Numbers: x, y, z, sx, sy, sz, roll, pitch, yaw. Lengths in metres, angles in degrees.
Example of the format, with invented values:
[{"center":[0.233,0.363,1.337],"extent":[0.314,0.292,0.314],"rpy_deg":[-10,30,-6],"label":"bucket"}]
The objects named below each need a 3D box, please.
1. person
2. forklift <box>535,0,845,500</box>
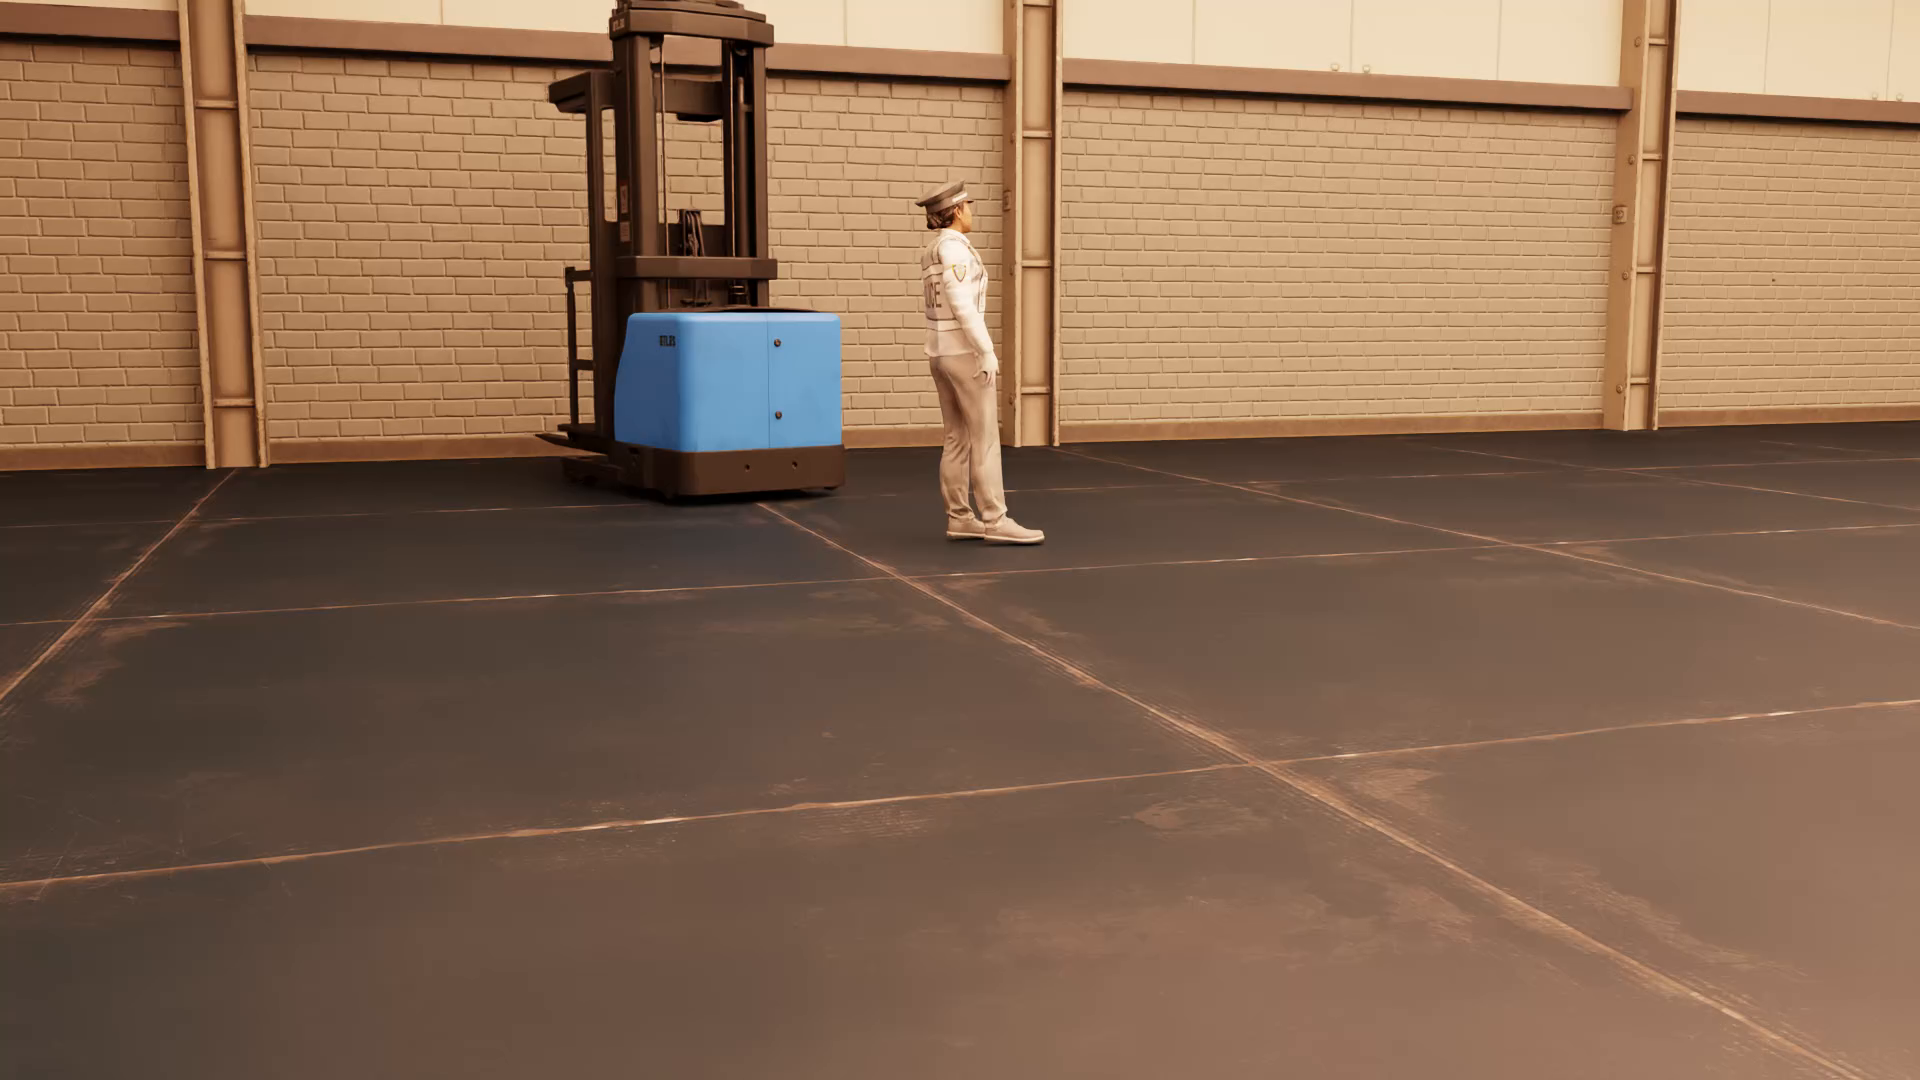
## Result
[{"center":[0.067,-0.849,7.824],"extent":[0.531,1.695,0.588],"rpy_deg":[-3,8,-18],"label":"person"},{"center":[-1.900,-1.832,10.519],"extent":[1.130,2.935,3.031],"rpy_deg":[-5,9,-33],"label":"forklift"}]
